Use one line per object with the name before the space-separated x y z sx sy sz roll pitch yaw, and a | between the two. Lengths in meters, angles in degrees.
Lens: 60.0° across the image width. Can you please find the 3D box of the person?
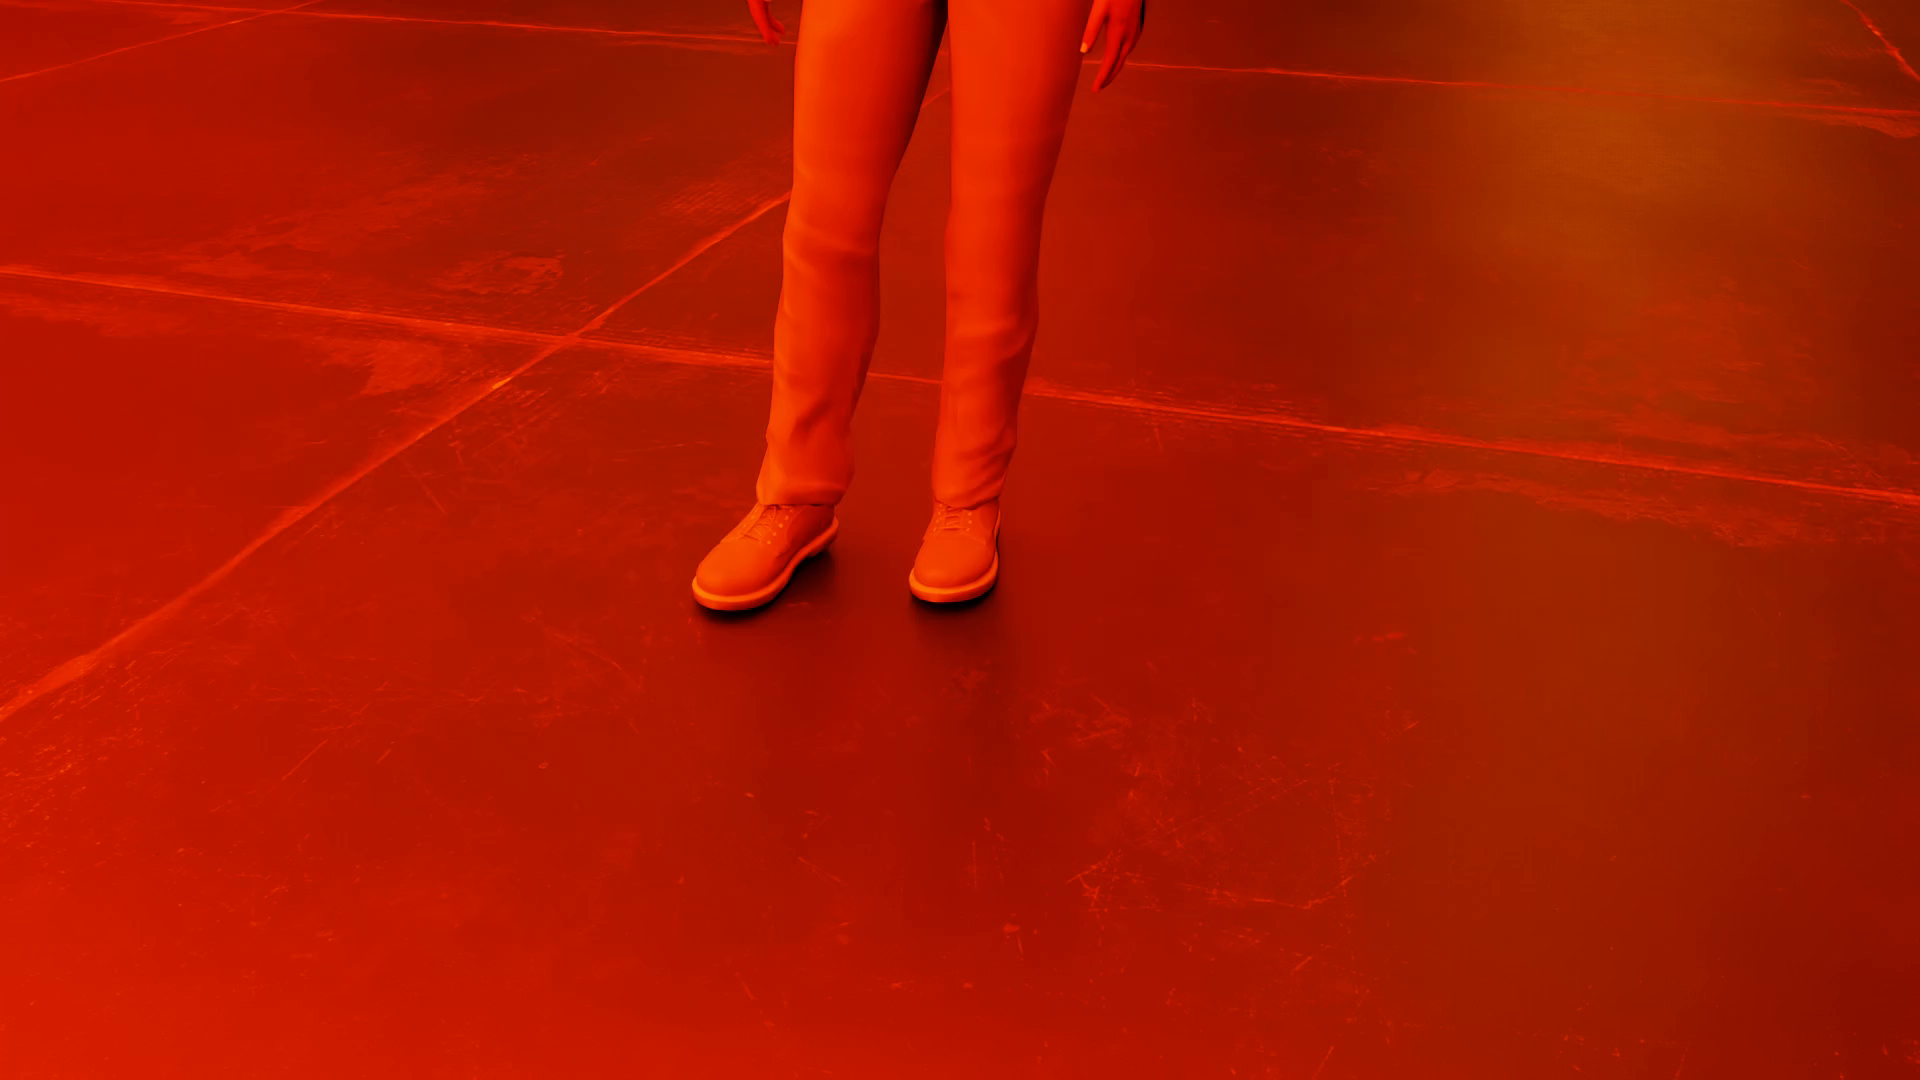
person | -0.042 -0.731 2.052 0.569 1.695 0.526 8 28 16
